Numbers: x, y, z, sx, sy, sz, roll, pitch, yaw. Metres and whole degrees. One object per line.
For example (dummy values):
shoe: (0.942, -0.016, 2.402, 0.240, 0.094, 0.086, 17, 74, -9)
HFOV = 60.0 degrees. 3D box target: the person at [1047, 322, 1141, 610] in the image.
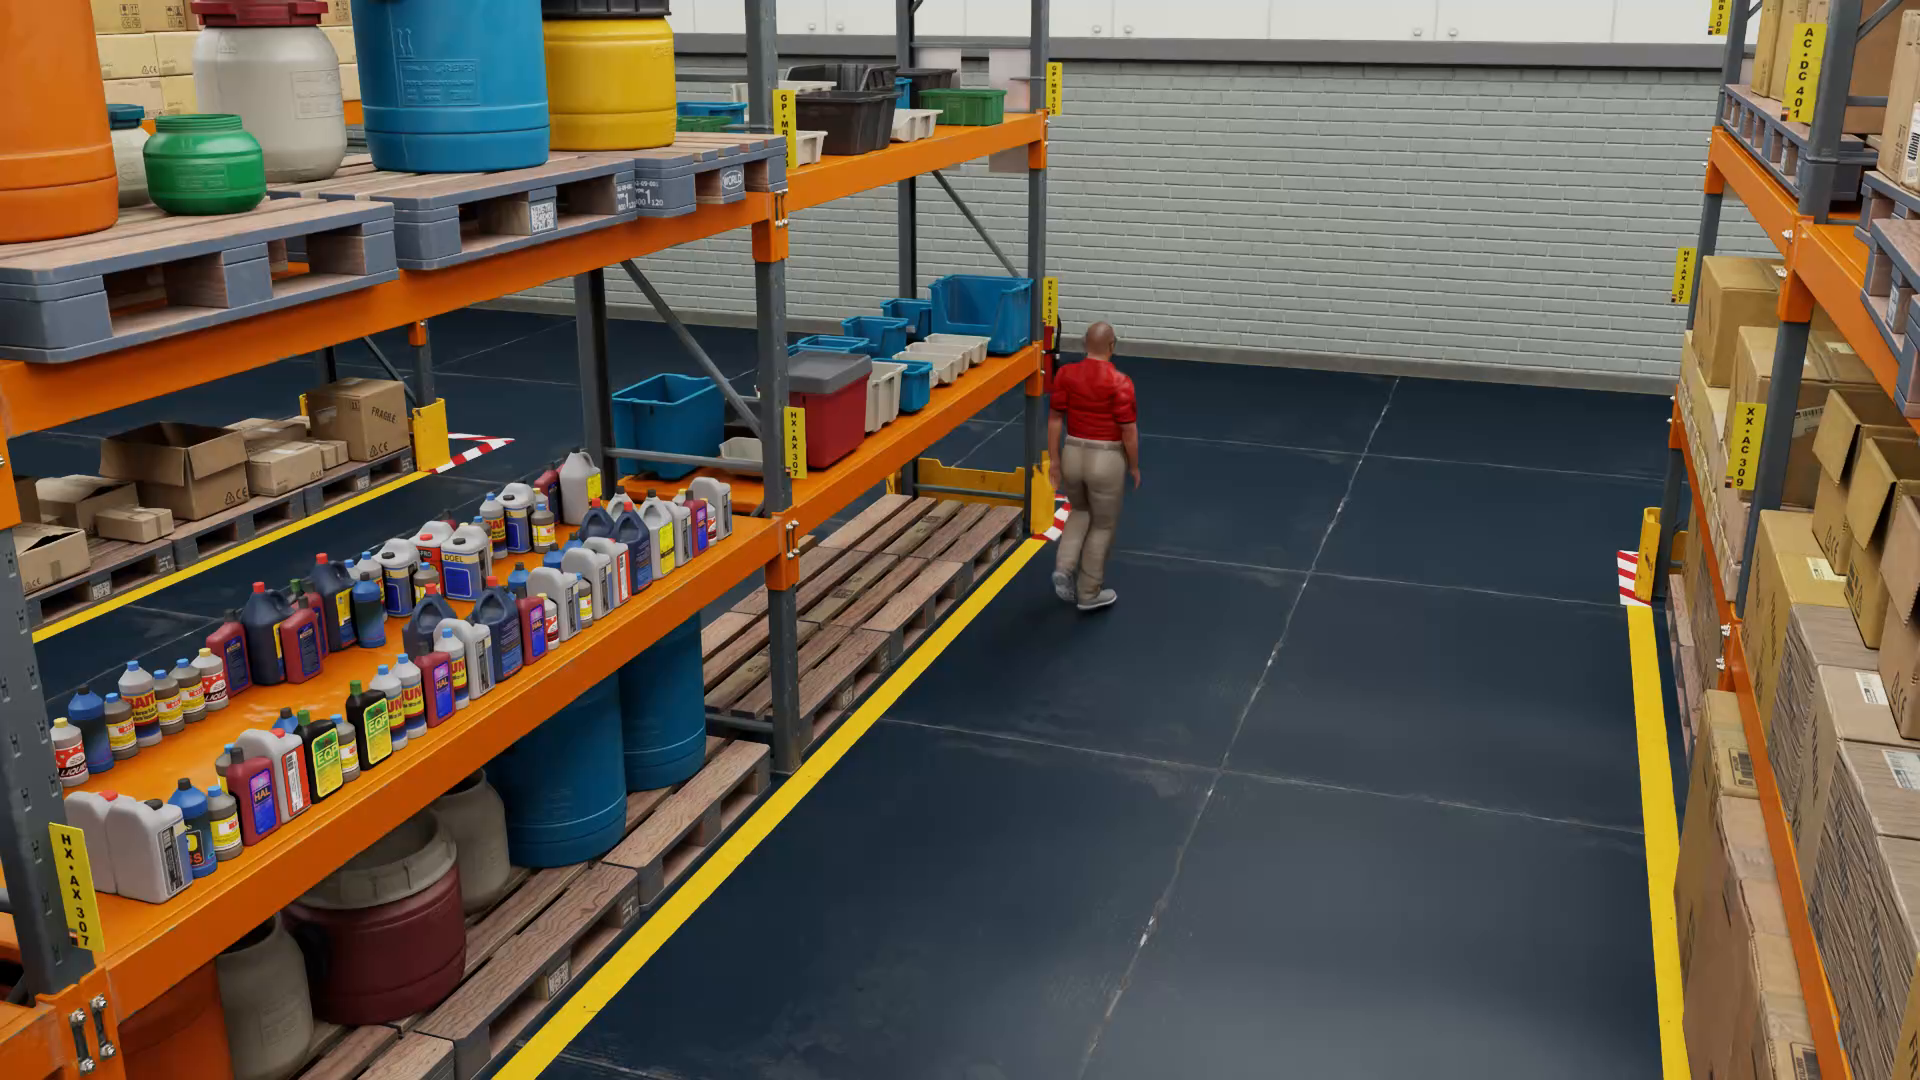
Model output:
person: (0.809, -0.425, 9.835, 0.544, 1.758, 0.443, 13, 23, 34)
